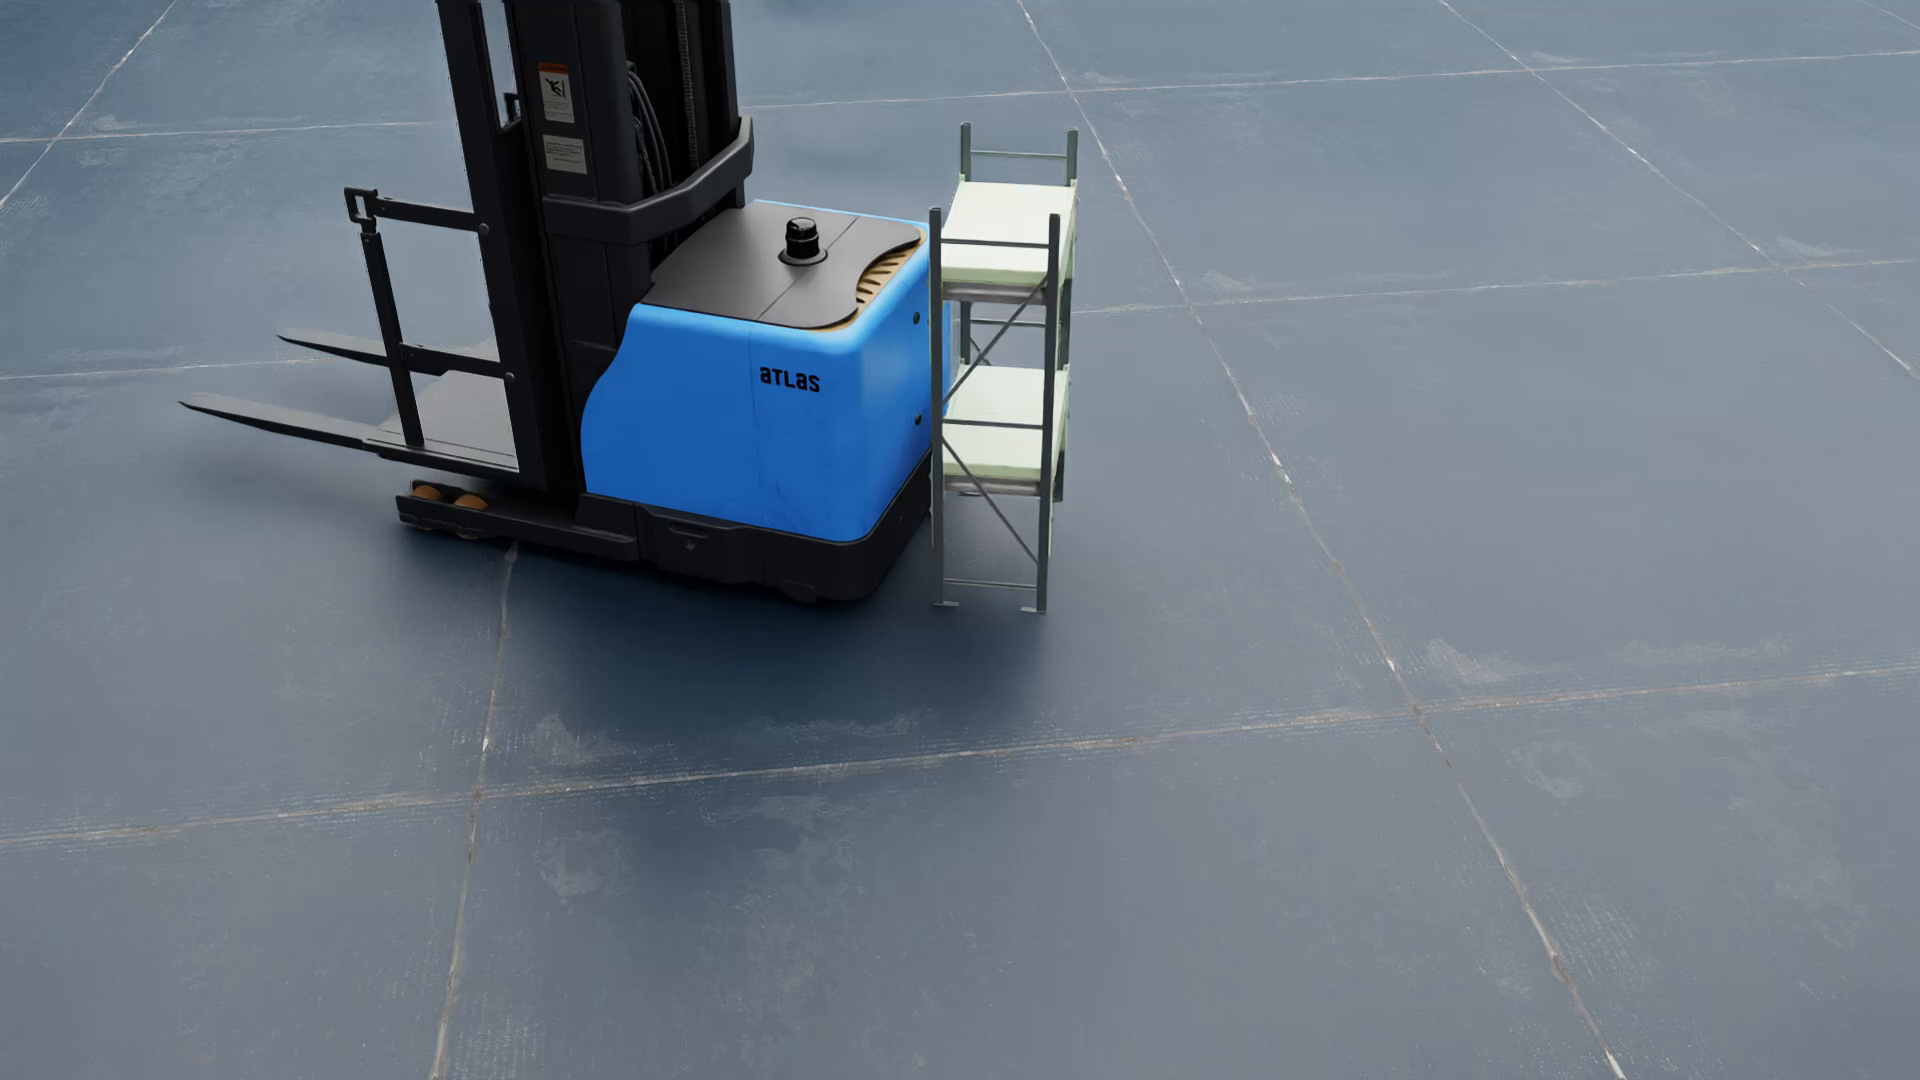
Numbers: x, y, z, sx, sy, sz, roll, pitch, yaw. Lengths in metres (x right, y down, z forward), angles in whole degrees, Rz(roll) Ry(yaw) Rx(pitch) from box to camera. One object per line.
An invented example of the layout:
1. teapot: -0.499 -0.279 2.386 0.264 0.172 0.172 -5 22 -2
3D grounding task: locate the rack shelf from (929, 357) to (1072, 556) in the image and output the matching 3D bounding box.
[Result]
1. rack shelf: 0.154 -0.313 5.956 0.431 0.370 0.720 4 35 6

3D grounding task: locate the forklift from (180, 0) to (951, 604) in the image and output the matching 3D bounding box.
1. forklift: -1.594 -1.481 5.820 3.031 2.935 1.130 11 36 16

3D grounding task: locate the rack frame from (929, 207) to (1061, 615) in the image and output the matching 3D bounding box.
1. rack frame: 0.106 -0.378 5.472 0.400 1.500 0.023 4 35 6

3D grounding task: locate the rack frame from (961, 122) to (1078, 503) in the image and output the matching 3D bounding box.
1. rack frame: 0.202 -0.786 6.072 0.400 1.500 0.023 4 35 6

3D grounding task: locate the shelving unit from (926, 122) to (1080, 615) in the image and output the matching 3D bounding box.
1. shelving unit: 0.154 -0.582 5.772 0.431 1.500 0.755 4 35 6

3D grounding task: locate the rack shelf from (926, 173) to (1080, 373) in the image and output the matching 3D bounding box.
1. rack shelf: 0.154 -0.905 5.553 0.431 0.370 0.720 4 35 6
